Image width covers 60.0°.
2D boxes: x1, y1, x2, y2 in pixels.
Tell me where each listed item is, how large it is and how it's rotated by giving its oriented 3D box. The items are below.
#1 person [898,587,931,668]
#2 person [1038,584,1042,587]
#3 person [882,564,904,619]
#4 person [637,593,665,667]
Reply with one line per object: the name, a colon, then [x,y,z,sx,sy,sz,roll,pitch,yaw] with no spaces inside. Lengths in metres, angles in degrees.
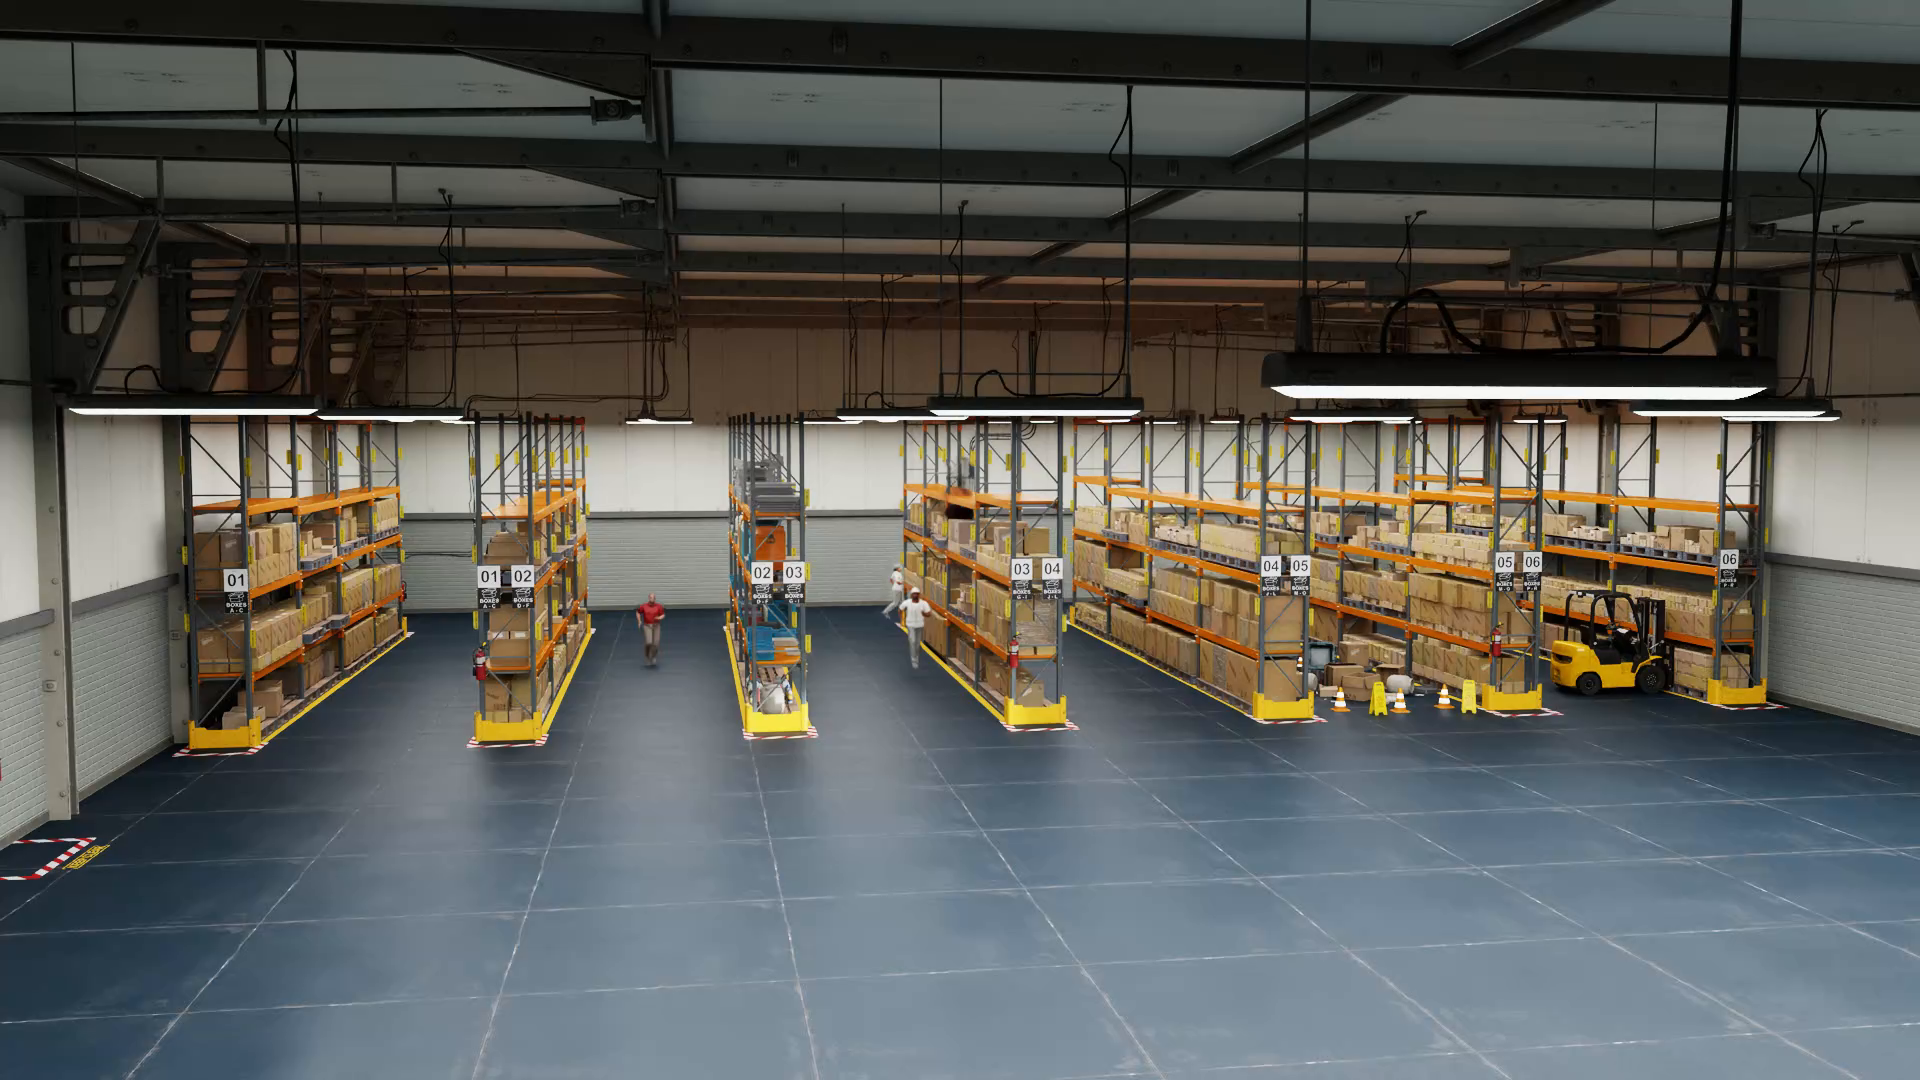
person: [-1.003,1.969,37.593,0.694,1.797,0.899,-1,4,-13]
person: [2.538,1.614,49.043,0.577,1.570,0.764,4,5,44]
person: [-1.840,1.529,49.209,0.939,1.657,0.604,0,4,0]
person: [-7.387,2.166,39.873,0.639,1.773,0.738,-1,4,-21]
